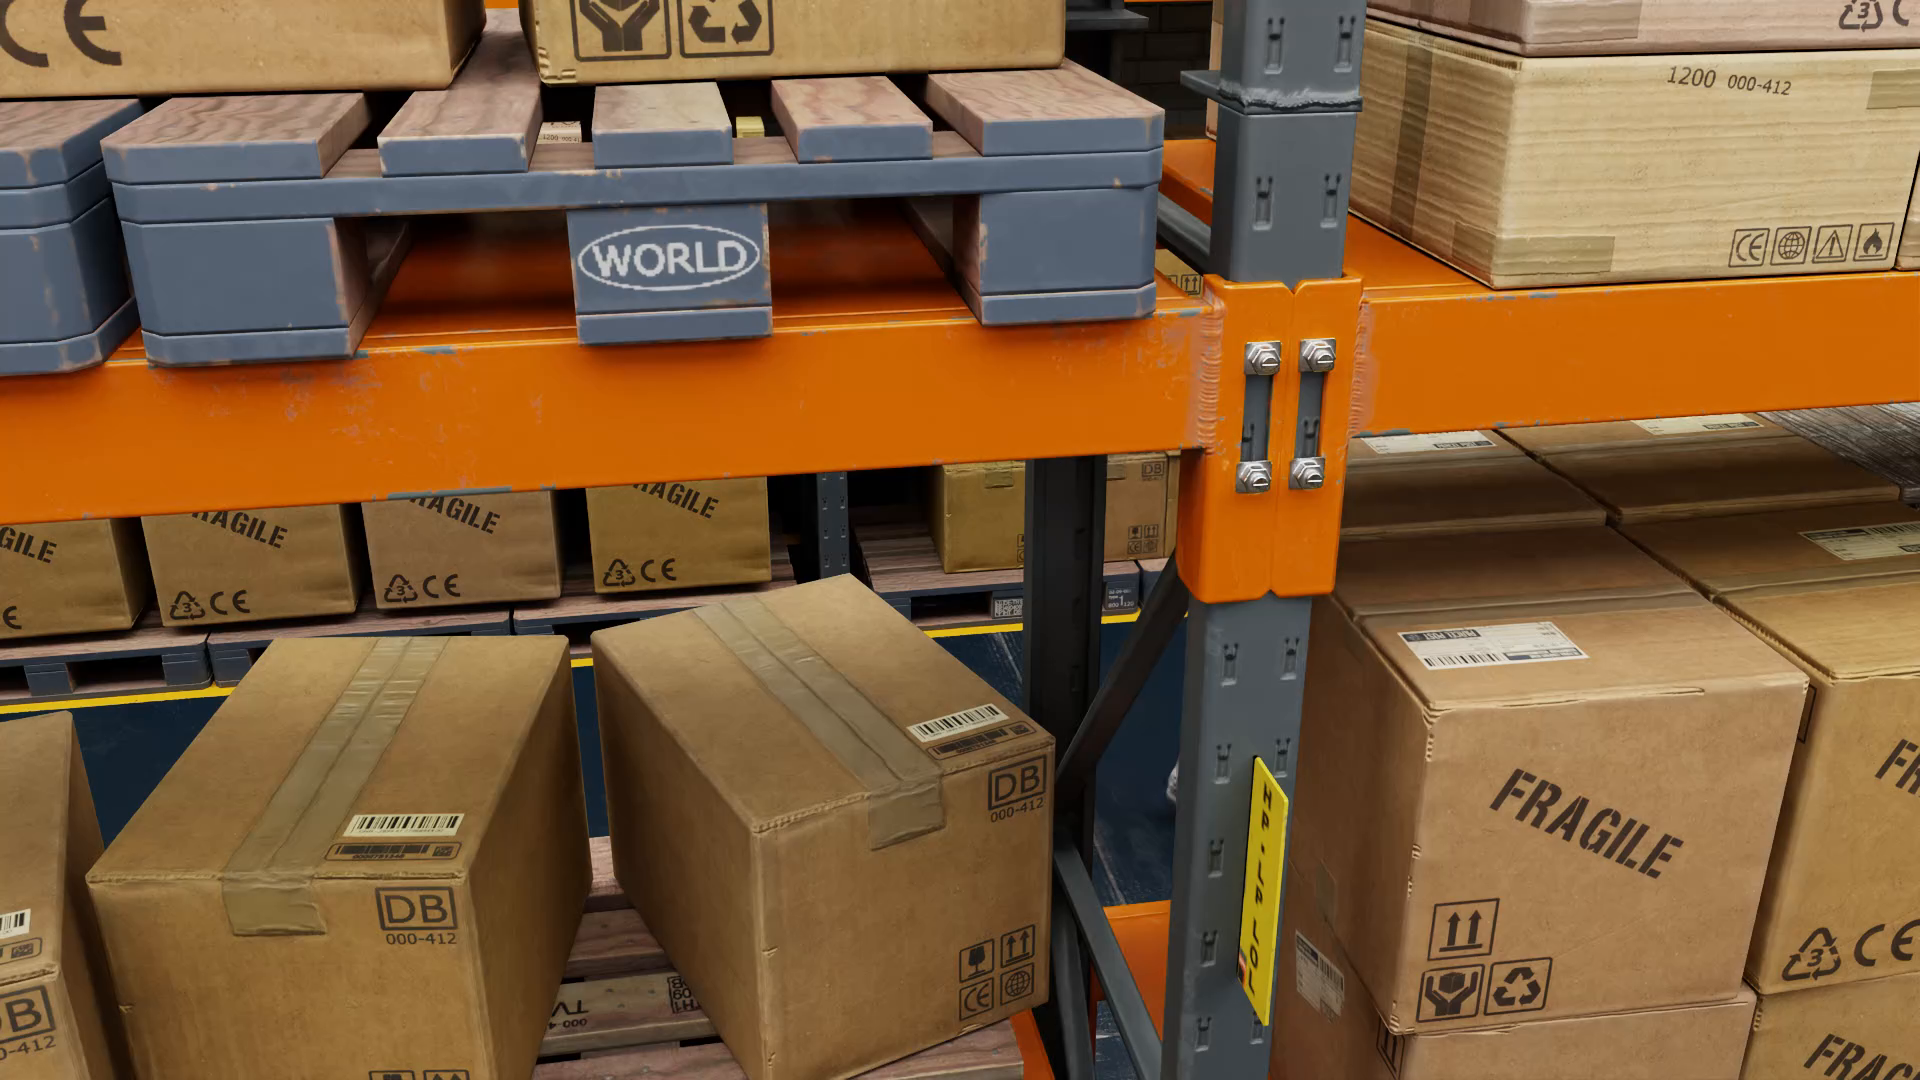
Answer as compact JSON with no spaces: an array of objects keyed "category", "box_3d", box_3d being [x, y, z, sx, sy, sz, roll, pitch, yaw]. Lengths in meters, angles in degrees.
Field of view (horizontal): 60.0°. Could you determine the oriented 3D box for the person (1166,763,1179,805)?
[{"category":"person","box_3d":[1.202,0.235,5.554,0.944,1.727,0.593,2,23,5]}]
